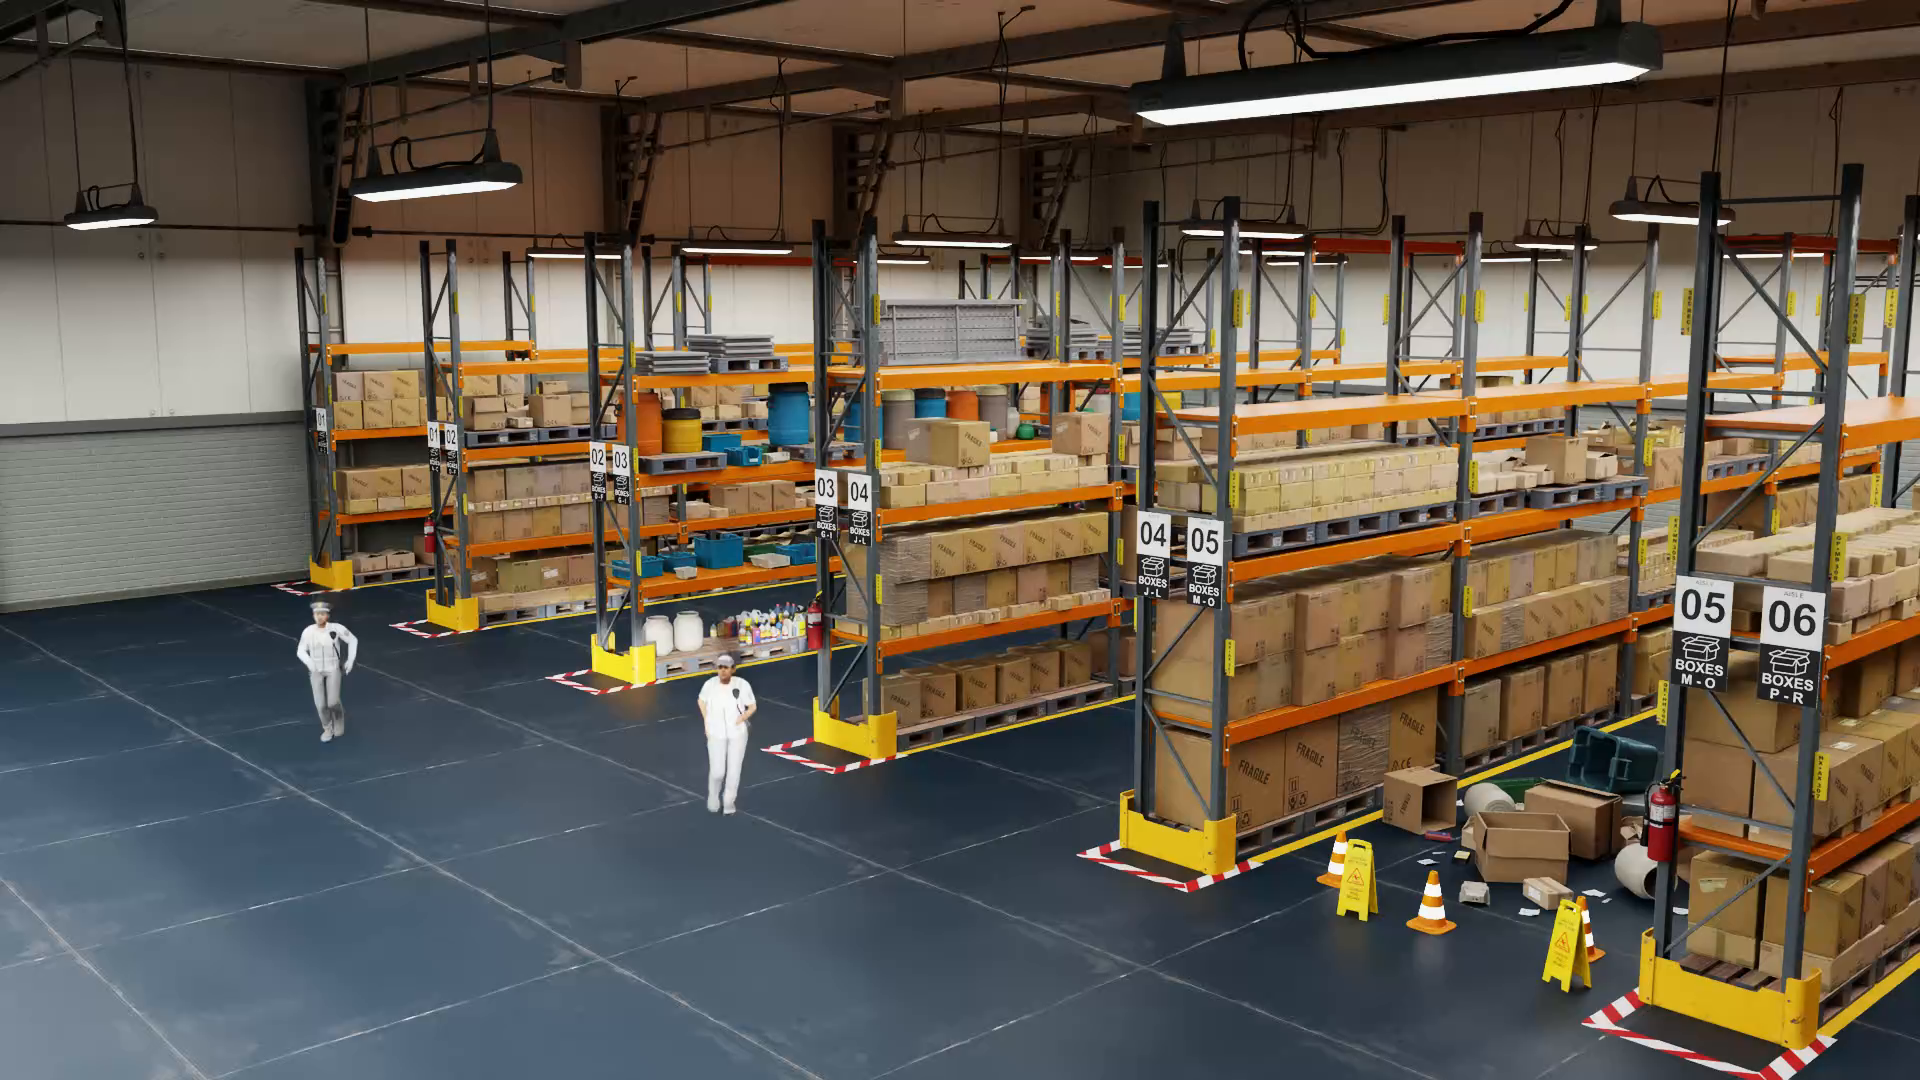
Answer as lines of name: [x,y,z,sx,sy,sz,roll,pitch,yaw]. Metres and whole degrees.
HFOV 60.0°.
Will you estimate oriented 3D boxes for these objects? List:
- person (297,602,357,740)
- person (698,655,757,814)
person: [-7.339,1.526,19.285,0.644,1.657,0.575,-2,9,-13]
person: [-2.308,1.946,16.516,0.586,1.633,0.577,-1,8,-6]
